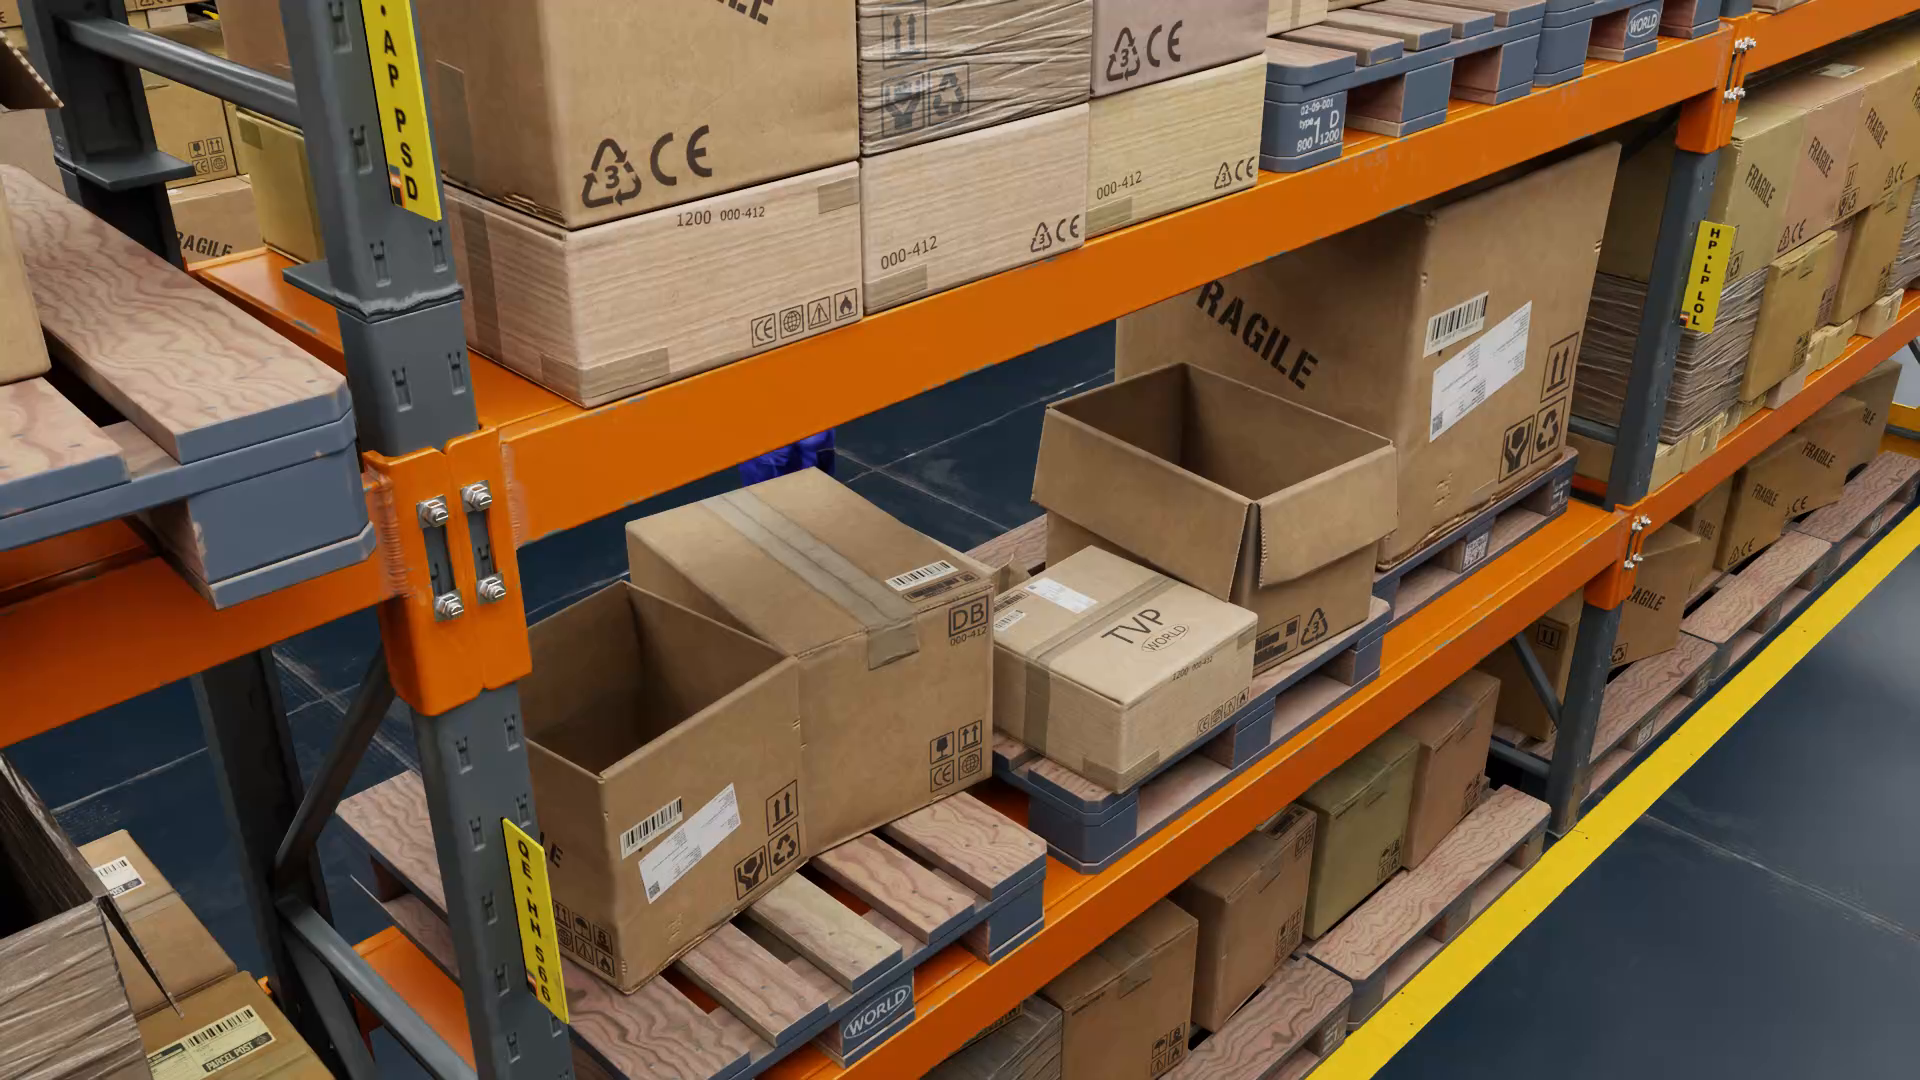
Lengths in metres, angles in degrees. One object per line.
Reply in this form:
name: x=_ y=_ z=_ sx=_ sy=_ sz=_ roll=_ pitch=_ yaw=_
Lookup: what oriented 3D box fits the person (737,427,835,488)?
person: x=-0.655 y=0.017 z=6.084 sx=0.362 sy=1.656 sz=0.468 roll=-21 pitch=34 yaw=-33
